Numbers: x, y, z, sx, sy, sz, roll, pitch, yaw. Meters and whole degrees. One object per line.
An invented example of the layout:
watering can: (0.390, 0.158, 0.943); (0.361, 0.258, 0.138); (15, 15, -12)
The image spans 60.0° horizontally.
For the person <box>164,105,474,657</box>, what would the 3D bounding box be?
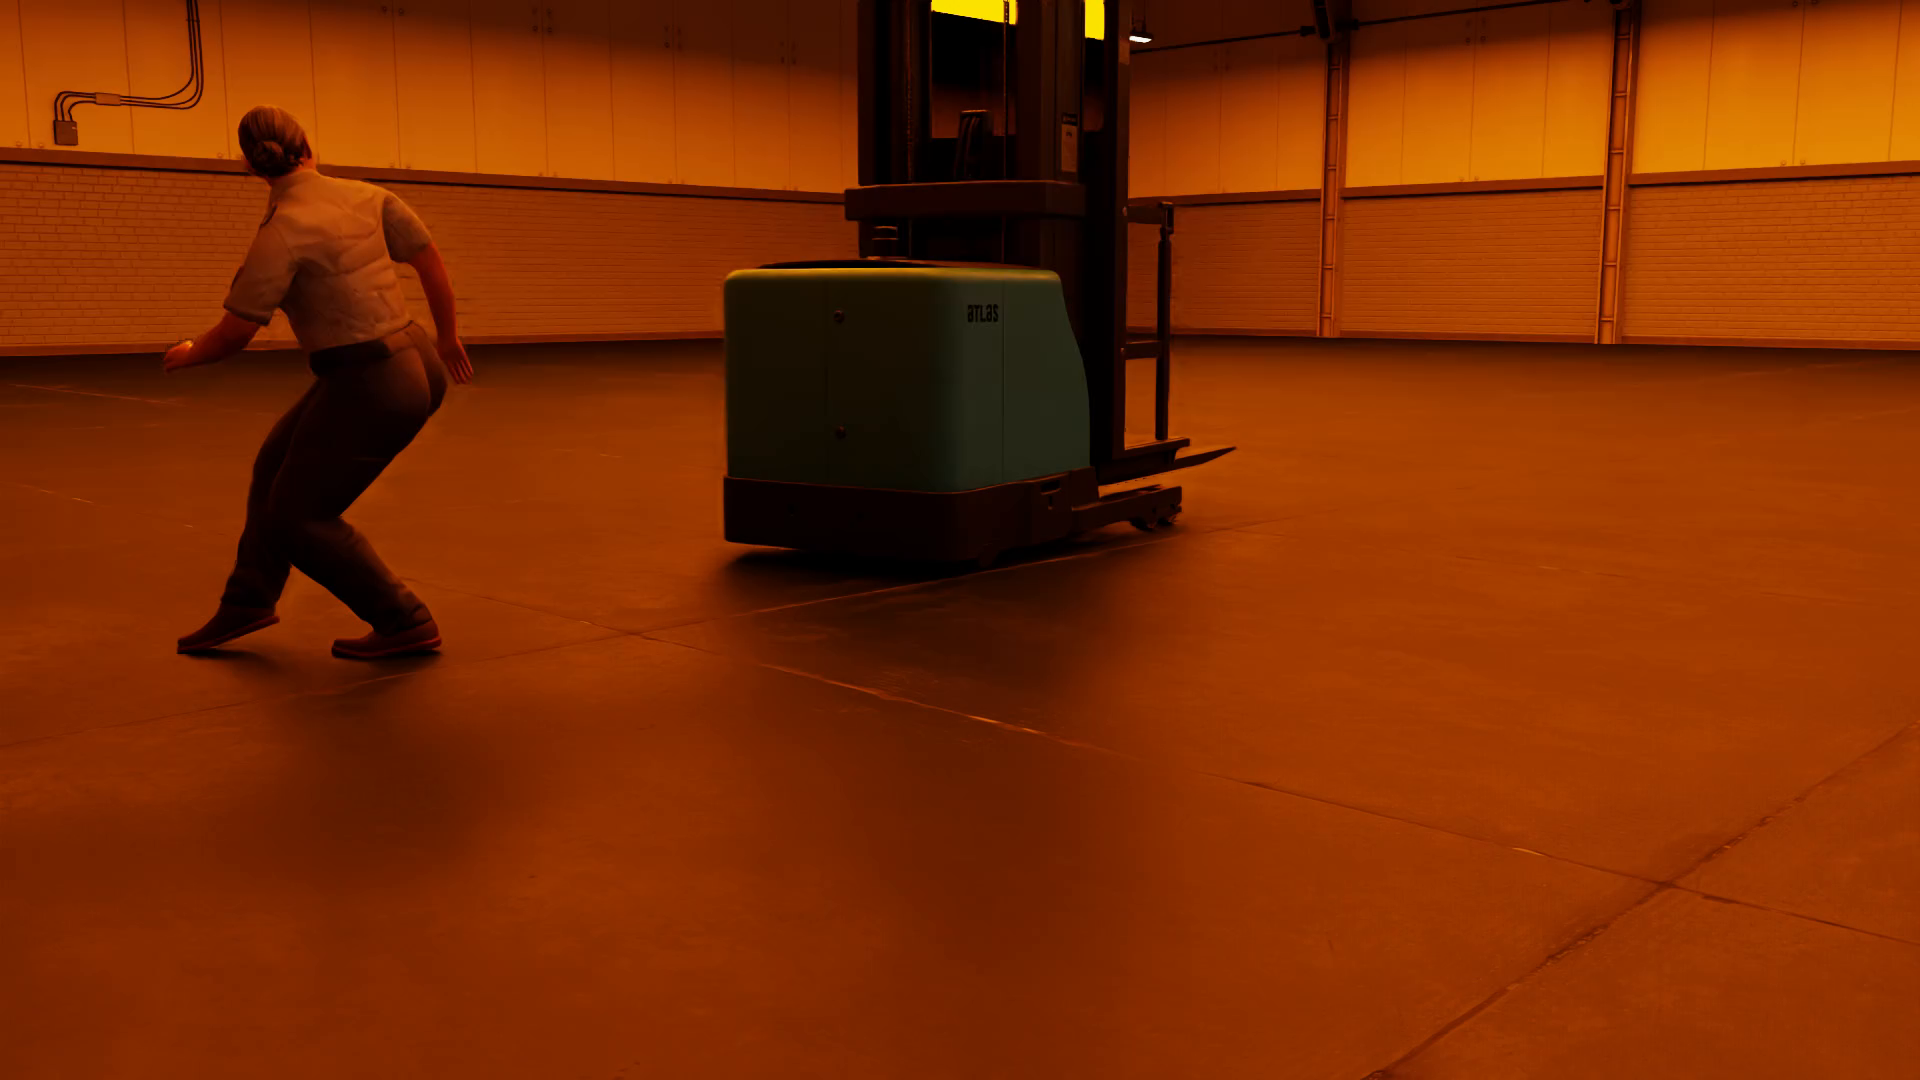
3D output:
person: (-1.814, -0.431, 4.647); (0.737, 1.500, 0.706); (0, 9, 2)

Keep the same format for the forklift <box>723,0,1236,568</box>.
forklift: (0.308, -1.528, 7.024); (1.130, 2.935, 3.031); (5, 10, 31)
